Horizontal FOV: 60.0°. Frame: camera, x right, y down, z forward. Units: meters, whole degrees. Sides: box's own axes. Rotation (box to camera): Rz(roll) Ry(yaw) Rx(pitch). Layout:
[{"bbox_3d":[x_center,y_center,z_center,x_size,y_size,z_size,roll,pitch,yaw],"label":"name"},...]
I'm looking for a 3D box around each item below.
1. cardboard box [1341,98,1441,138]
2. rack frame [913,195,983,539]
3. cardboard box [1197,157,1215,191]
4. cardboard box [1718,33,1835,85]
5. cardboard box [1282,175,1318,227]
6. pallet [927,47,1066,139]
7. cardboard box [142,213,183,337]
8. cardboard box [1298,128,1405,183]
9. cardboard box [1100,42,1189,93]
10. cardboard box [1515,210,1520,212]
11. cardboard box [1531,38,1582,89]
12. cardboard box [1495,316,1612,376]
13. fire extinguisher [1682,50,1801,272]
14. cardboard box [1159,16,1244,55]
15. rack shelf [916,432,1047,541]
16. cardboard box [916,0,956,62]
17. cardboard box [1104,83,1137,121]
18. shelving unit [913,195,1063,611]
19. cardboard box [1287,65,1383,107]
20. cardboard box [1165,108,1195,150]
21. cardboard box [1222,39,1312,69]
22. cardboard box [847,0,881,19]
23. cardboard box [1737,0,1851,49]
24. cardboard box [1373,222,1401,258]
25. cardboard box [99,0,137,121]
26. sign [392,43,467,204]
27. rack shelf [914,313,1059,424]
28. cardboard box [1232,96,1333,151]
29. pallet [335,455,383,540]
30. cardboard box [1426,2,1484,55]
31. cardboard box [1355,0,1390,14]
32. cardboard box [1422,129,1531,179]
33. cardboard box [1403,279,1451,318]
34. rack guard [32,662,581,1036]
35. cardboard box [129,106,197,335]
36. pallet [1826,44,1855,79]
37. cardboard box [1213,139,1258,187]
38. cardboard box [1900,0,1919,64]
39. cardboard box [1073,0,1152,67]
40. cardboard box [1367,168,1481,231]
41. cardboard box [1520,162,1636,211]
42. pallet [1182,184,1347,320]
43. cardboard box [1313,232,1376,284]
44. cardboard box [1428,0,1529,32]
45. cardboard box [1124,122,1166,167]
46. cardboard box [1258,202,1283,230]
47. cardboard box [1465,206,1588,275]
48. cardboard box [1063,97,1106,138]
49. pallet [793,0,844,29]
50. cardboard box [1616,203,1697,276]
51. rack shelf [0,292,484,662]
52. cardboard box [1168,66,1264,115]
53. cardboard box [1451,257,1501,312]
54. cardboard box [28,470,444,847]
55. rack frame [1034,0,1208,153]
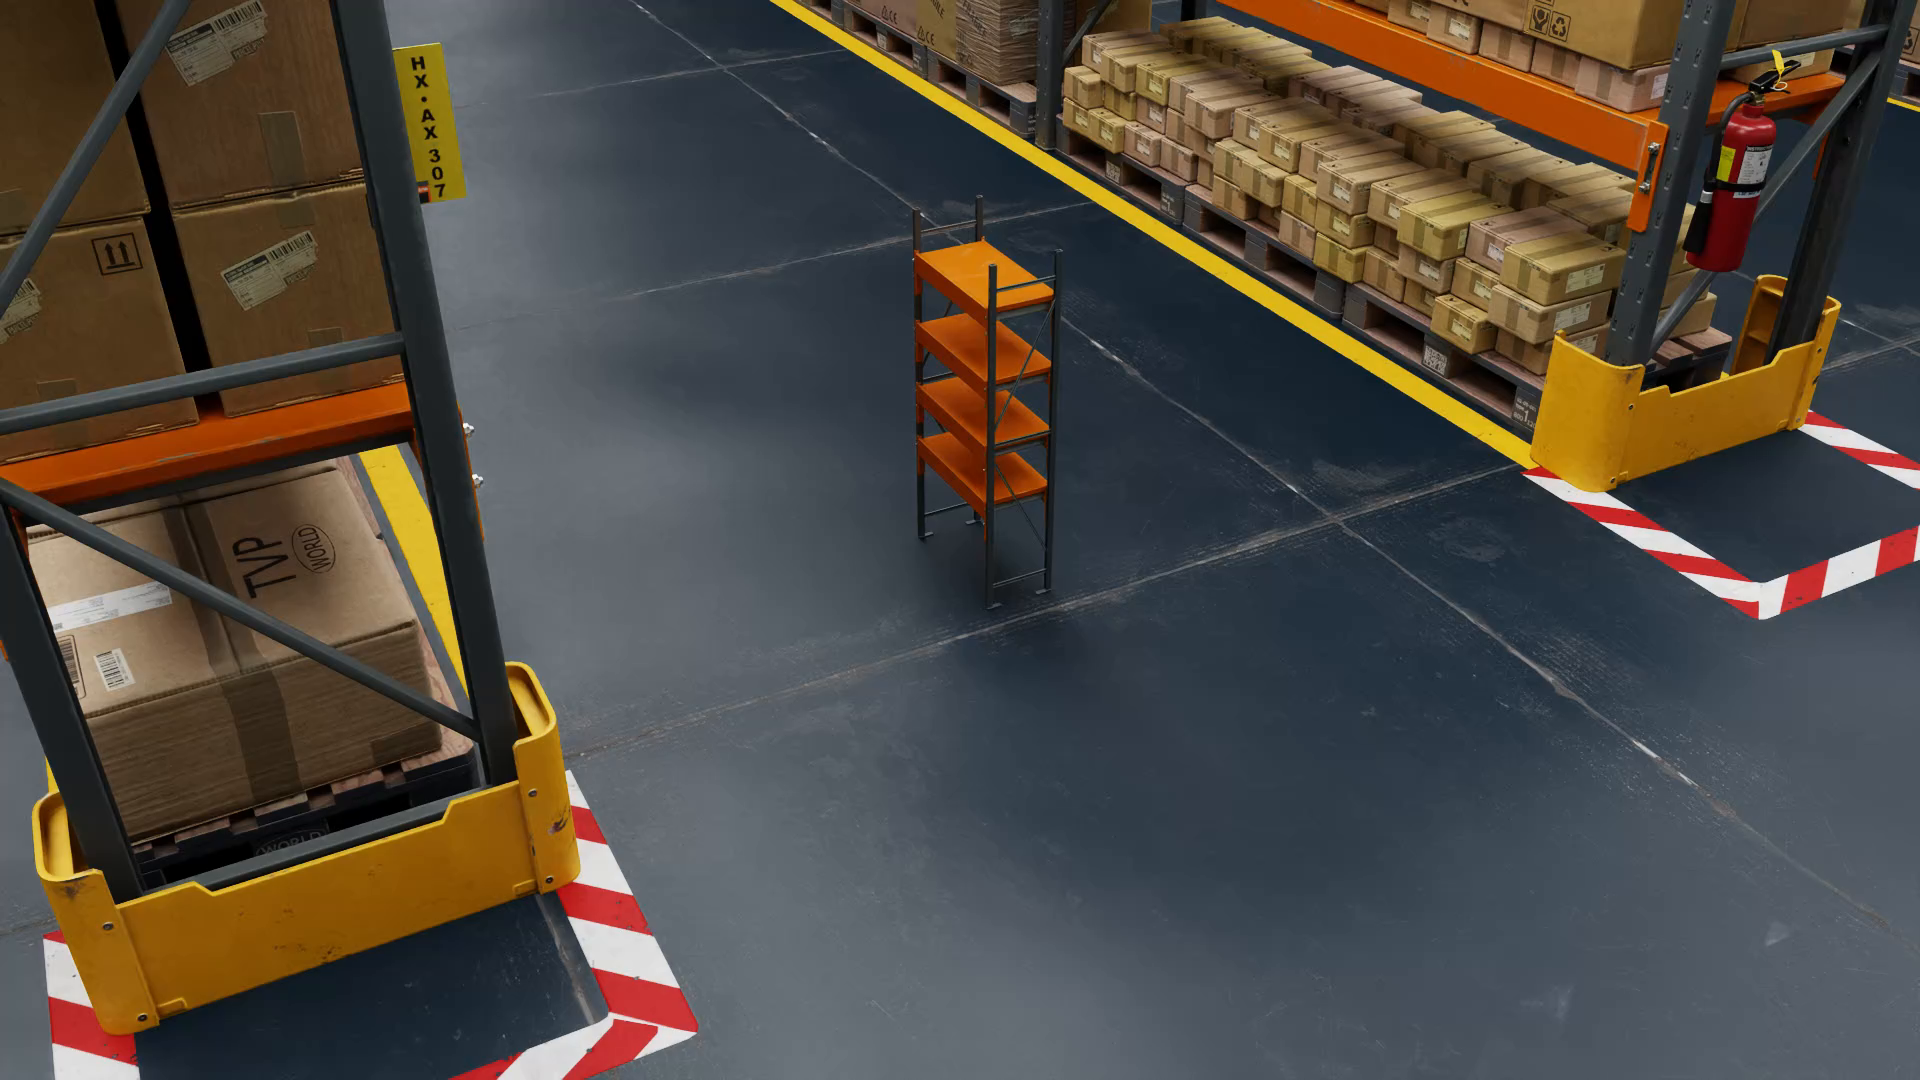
[{"bbox_3d":[1.969,-1.895,7.629,0.380,0.149,0.250,-16,36,-23],"label":"cardboard box"},{"bbox_3d":[-0.037,-0.543,5.485,0.240,1.200,0.015,-16,36,-23],"label":"rack frame"},{"bbox_3d":[1.371,-1.784,8.007,0.380,0.149,0.250,-17,37,-25],"label":"cardboard box"},{"bbox_3d":[2.884,-1.745,5.926,0.380,0.149,0.250,-16,36,-23],"label":"cardboard box"},{"bbox_3d":[1.647,-1.514,7.310,0.380,0.149,0.250,-14,35,-21],"label":"cardboard box"},{"bbox_3d":[0.516,-2.720,9.799,1.003,0.211,1.213,-16,36,-23],"label":"pallet"},{"bbox_3d":[-2.266,-0.770,4.078,0.500,0.500,0.500,-17,36,-24],"label":"cardboard box"},{"bbox_3d":[1.711,-1.663,7.267,0.380,0.149,0.250,-17,36,-25],"label":"cardboard box"},{"bbox_3d":[0.934,-2.387,8.397,0.380,0.149,0.250,-14,35,-21],"label":"cardboard box"},{"bbox_3d":[2.434,-1.419,7.162,0.380,0.149,0.250,-15,35,-22],"label":"cardboard box"},{"bbox_3d":[2.261,-1.721,5.888,0.380,0.149,0.250,-16,36,-23],"label":"cardboard box"},{"bbox_3d":[2.315,-0.789,6.454,0.380,0.149,0.250,-15,36,-22],"label":"cardboard box"},{"bbox_3d":[2.454,-1.188,5.241,0.296,0.674,0.183,-16,36,-23],"label":"fire extinguisher"},{"bbox_3d":[1.277,-2.645,8.800,0.380,0.149,0.250,-15,36,-22],"label":"cardboard box"},{"bbox_3d":[0.077,-0.202,5.446,0.258,0.148,0.480,-16,36,-23],"label":"rack shelf"},{"bbox_3d":[0.074,-3.182,9.864,0.500,0.500,0.500,-17,36,-24],"label":"cardboard box"},{"bbox_3d":[0.964,-2.273,8.495,0.380,0.149,0.250,-16,36,-23],"label":"cardboard box"},{"bbox_3d":[0.077,-0.426,5.303,0.258,1.200,0.503,-16,36,-23],"label":"shelving unit"},{"bbox_3d":[1.813,-2.167,8.054,0.380,0.149,0.250,-18,37,-25],"label":"cardboard box"},{"bbox_3d":[1.232,-2.036,8.125,0.380,0.149,0.250,-18,37,-25],"label":"cardboard box"},{"bbox_3d":[1.553,-2.416,8.443,0.380,0.149,0.250,-16,36,-24],"label":"cardboard box"},{"bbox_3d":[-0.400,-3.671,10.628,0.500,0.500,0.500,-17,36,-24],"label":"cardboard box"},{"bbox_3d":[2.780,-2.065,5.824,0.500,0.500,0.500,-14,35,-21],"label":"cardboard box"},{"bbox_3d":[1.969,-1.297,6.972,0.380,0.149,0.250,-16,36,-24],"label":"cardboard box"},{"bbox_3d":[-1.806,-1.329,4.025,0.500,0.500,0.500,-17,36,-24],"label":"cardboard box"},{"bbox_3d":[-1.093,-0.855,3.428,0.100,0.325,0.005,-16,36,-23],"label":"sign"},{"bbox_3d":[0.077,-0.558,5.219,0.258,0.148,0.480,-16,36,-23],"label":"rack shelf"},{"bbox_3d":[1.483,-1.908,7.650,0.380,0.149,0.250,-17,37,-25],"label":"cardboard box"},{"bbox_3d":[-2.593,-0.090,5.694,1.003,0.211,1.213,-16,36,-23],"label":"pallet"},{"bbox_3d":[1.991,-1.952,6.250,0.380,0.149,0.250,-15,36,-22],"label":"cardboard box"},{"bbox_3d":[1.821,-2.229,6.682,0.380,0.149,0.250,-17,37,-25],"label":"cardboard box"},{"bbox_3d":[2.253,-1.662,7.266,0.380,0.149,0.250,-14,35,-21],"label":"cardboard box"},{"bbox_3d":[2.059,-1.034,6.837,0.380,0.149,0.250,-16,36,-23],"label":"cardboard box"},{"bbox_3d":[-1.575,0.743,4.126,1.175,0.500,0.348,-16,36,-23],"label":"rack guard"},{"bbox_3d":[-1.817,-0.898,4.279,0.500,0.500,0.500,-16,36,-24],"label":"cardboard box"},{"bbox_3d":[5.601,-3.165,10.495,1.003,0.211,1.213,-16,36,-23],"label":"pallet"},{"bbox_3d":[1.401,-1.762,7.698,0.380,0.149,0.250,-16,36,-23],"label":"cardboard box"},{"bbox_3d":[5.972,-3.240,9.606,0.875,0.875,0.875,-16,36,-23],"label":"cardboard box"},{"bbox_3d":[0.770,-3.066,9.683,0.500,0.500,0.500,-14,35,-21],"label":"cardboard box"},{"bbox_3d":[1.910,-1.395,6.849,0.380,0.149,0.250,-17,37,-25],"label":"cardboard box"},{"bbox_3d":[2.563,-1.430,6.903,0.380,0.149,0.250,-16,36,-23],"label":"cardboard box"},{"bbox_3d":[1.798,-1.454,7.824,1.003,0.211,1.213,-16,36,-23],"label":"pallet"},{"bbox_3d":[1.758,-1.254,7.181,0.380,0.149,0.250,-18,37,-25],"label":"cardboard box"},{"bbox_3d":[2.073,-2.178,6.000,0.500,0.500,0.500,-16,36,-24],"label":"cardboard box"},{"bbox_3d":[1.052,-2.012,8.363,0.380,0.149,0.250,-16,36,-23],"label":"cardboard box"},{"bbox_3d":[1.597,-1.529,7.610,0.380,0.149,0.250,-15,36,-22],"label":"cardboard box"},{"bbox_3d":[2.208,-1.164,6.488,0.380,0.149,0.250,-15,36,-22],"label":"cardboard box"},{"bbox_3d":[0.766,-2.245,8.726,0.380,0.149,0.250,-18,37,-25],"label":"cardboard box"},{"bbox_3d":[-0.622,-3.884,11.617,1.003,0.211,1.213,-16,36,-23],"label":"pallet"},{"bbox_3d":[2.802,-1.176,6.507,0.380,0.149,0.250,-18,37,-25],"label":"cardboard box"},{"bbox_3d":[-2.519,-0.972,5.154,1.077,0.370,4.000,-16,36,-23],"label":"rack shelf"},{"bbox_3d":[1.237,-2.160,8.042,0.380,0.149,0.250,-17,36,-24],"label":"cardboard box"},{"bbox_3d":[2.173,-1.034,6.561,0.380,0.149,0.250,-17,36,-24],"label":"cardboard box"},{"bbox_3d":[-1.983,0.292,4.500,0.875,0.438,0.875,-17,36,-25],"label":"cardboard box"},{"bbox_3d":[0.880,-3.523,8.468,1.000,3.000,0.127,-16,36,-23],"label":"rack frame"}]
